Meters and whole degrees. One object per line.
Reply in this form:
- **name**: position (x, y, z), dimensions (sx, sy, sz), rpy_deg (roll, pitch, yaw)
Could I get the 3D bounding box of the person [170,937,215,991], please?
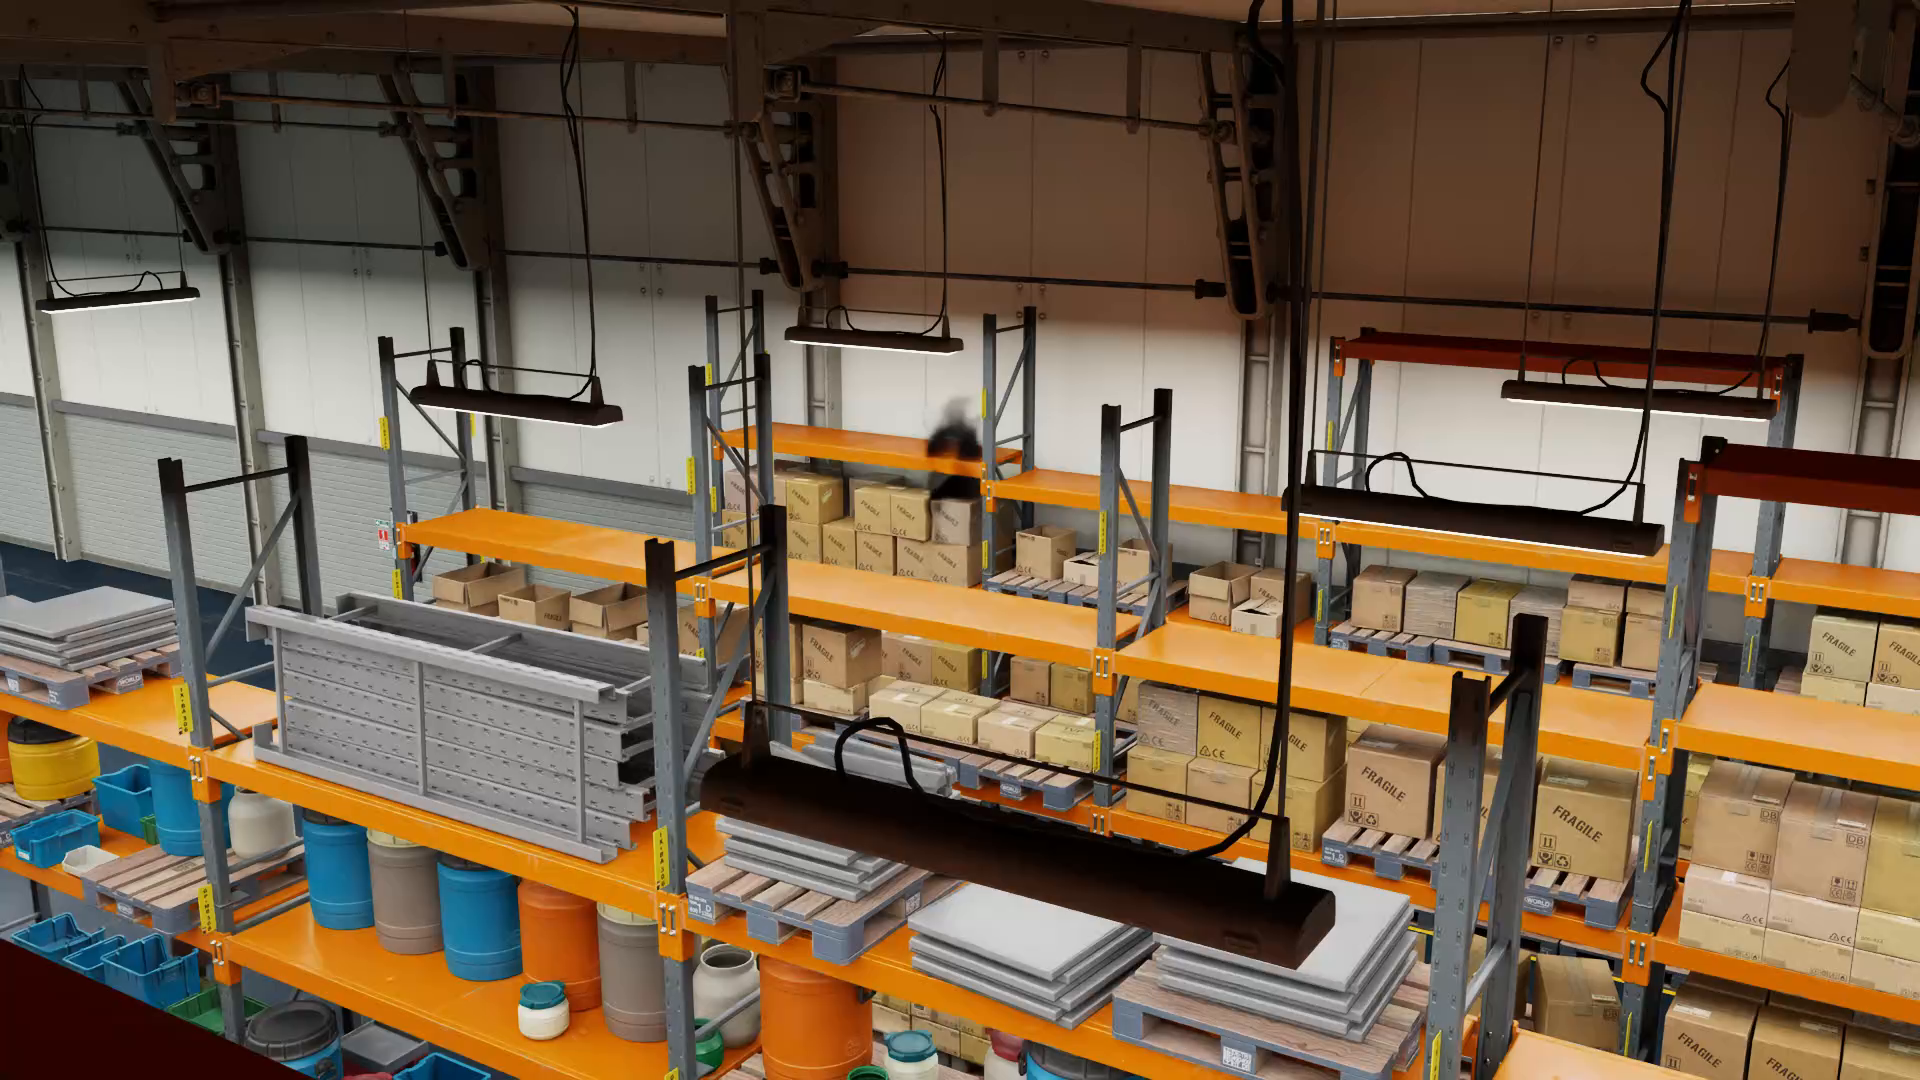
- **person**: position (-6.940, 3.594, 15.020), dimensions (1.036, 1.750, 0.718), rpy_deg (4, 14, 17)
